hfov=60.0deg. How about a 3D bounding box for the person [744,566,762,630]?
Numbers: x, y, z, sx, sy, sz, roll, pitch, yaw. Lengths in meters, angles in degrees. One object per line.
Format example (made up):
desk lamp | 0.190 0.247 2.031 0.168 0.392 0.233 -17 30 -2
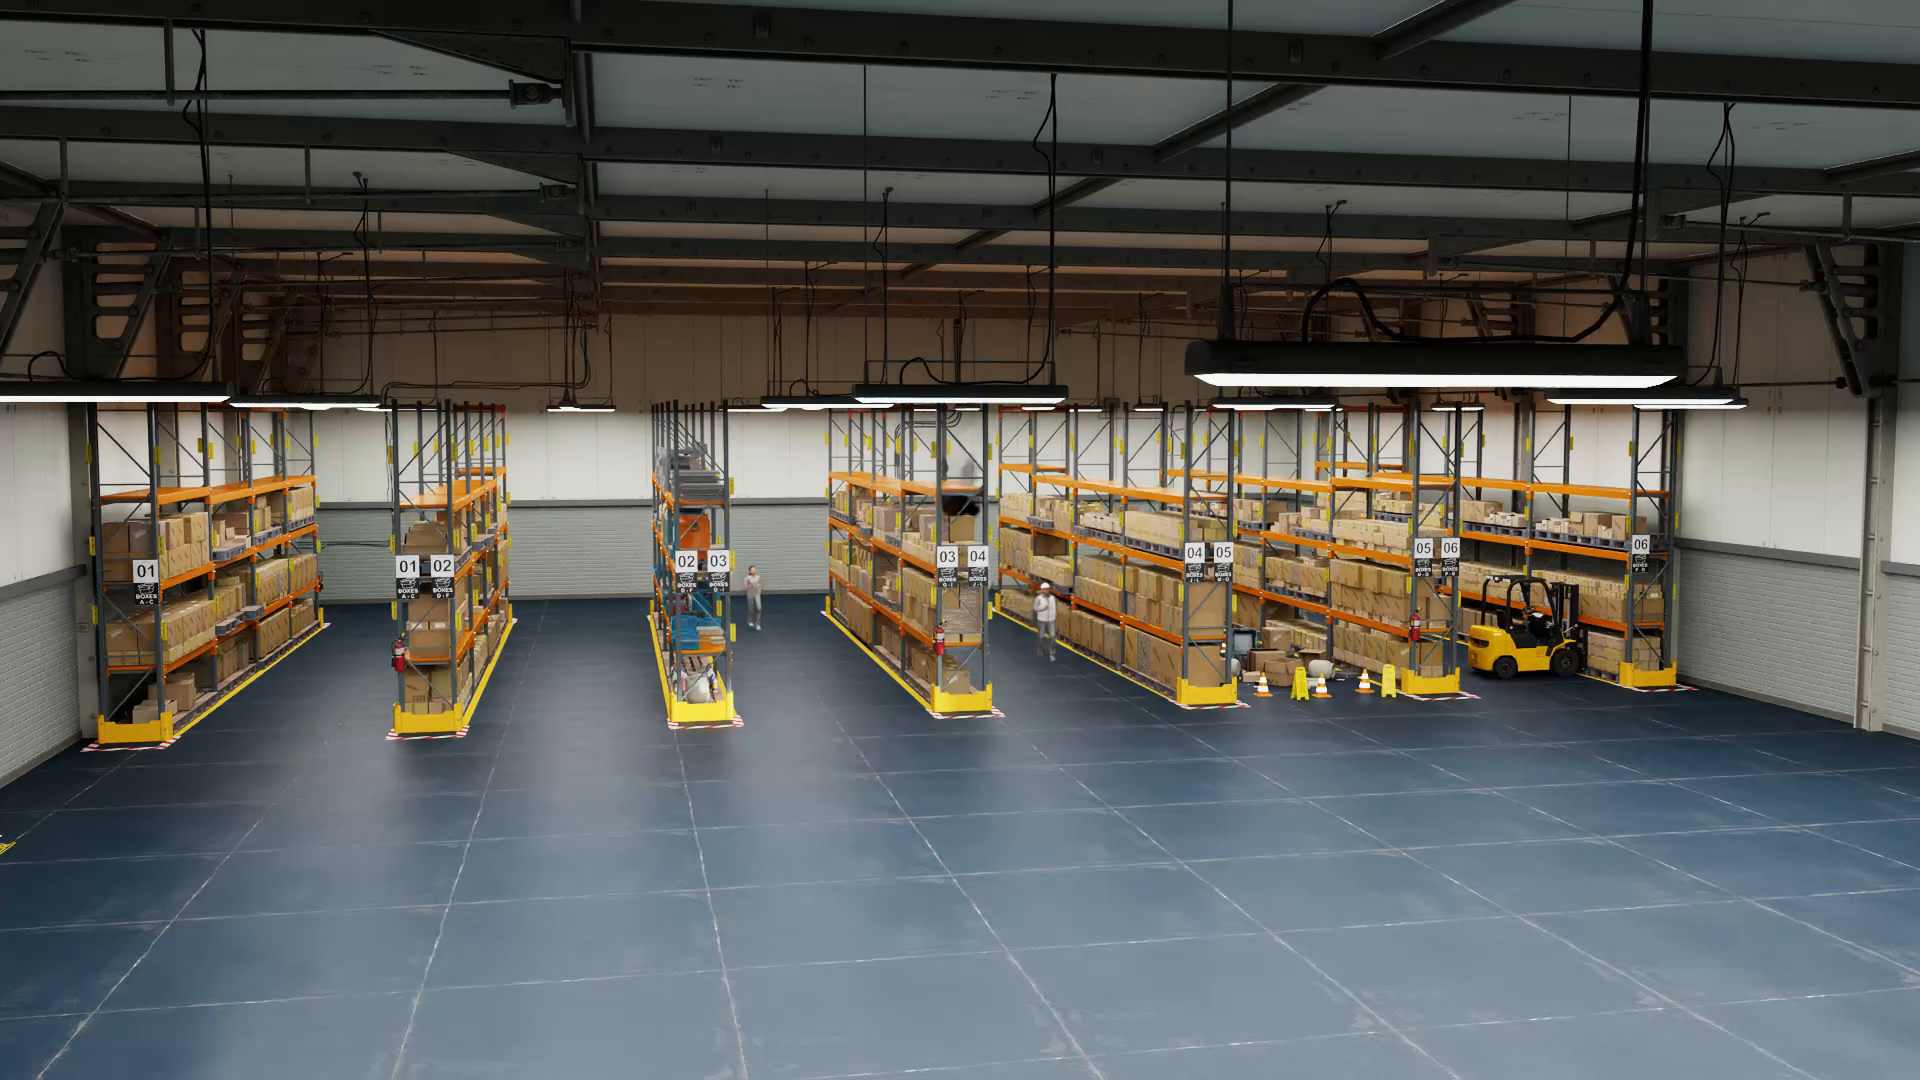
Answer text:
person | -5.531 1.540 44.462 0.552 1.714 0.733 -2 5 -22

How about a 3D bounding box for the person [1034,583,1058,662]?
person | 2.010 1.900 38.853 0.635 1.818 0.840 -1 4 -11

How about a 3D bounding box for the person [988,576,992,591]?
person | 0.571 1.529 45.473 0.643 1.538 0.919 -1 4 -12
